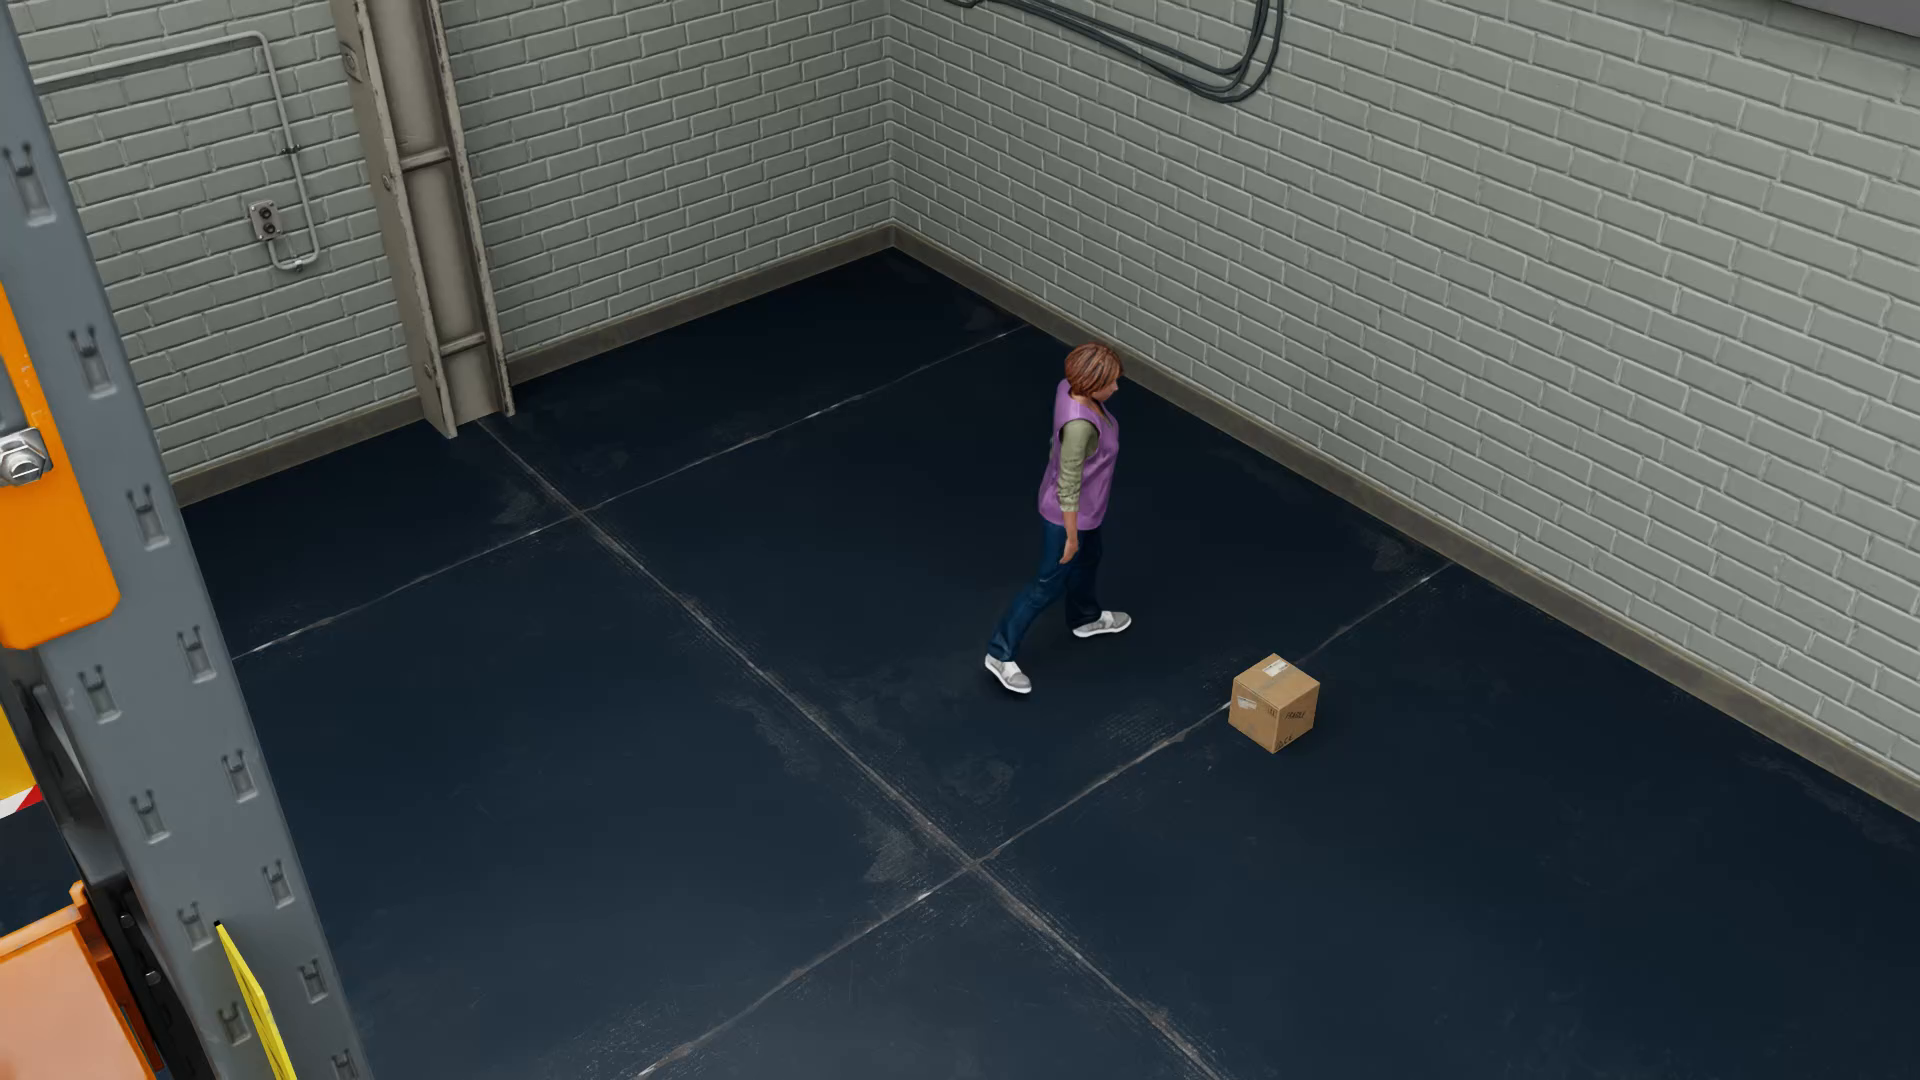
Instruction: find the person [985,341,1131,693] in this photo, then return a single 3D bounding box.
[{"bbox_3d":[0.429,-0.116,6.808,0.620,1.573,0.582,4,37,5],"label":"person"}]
